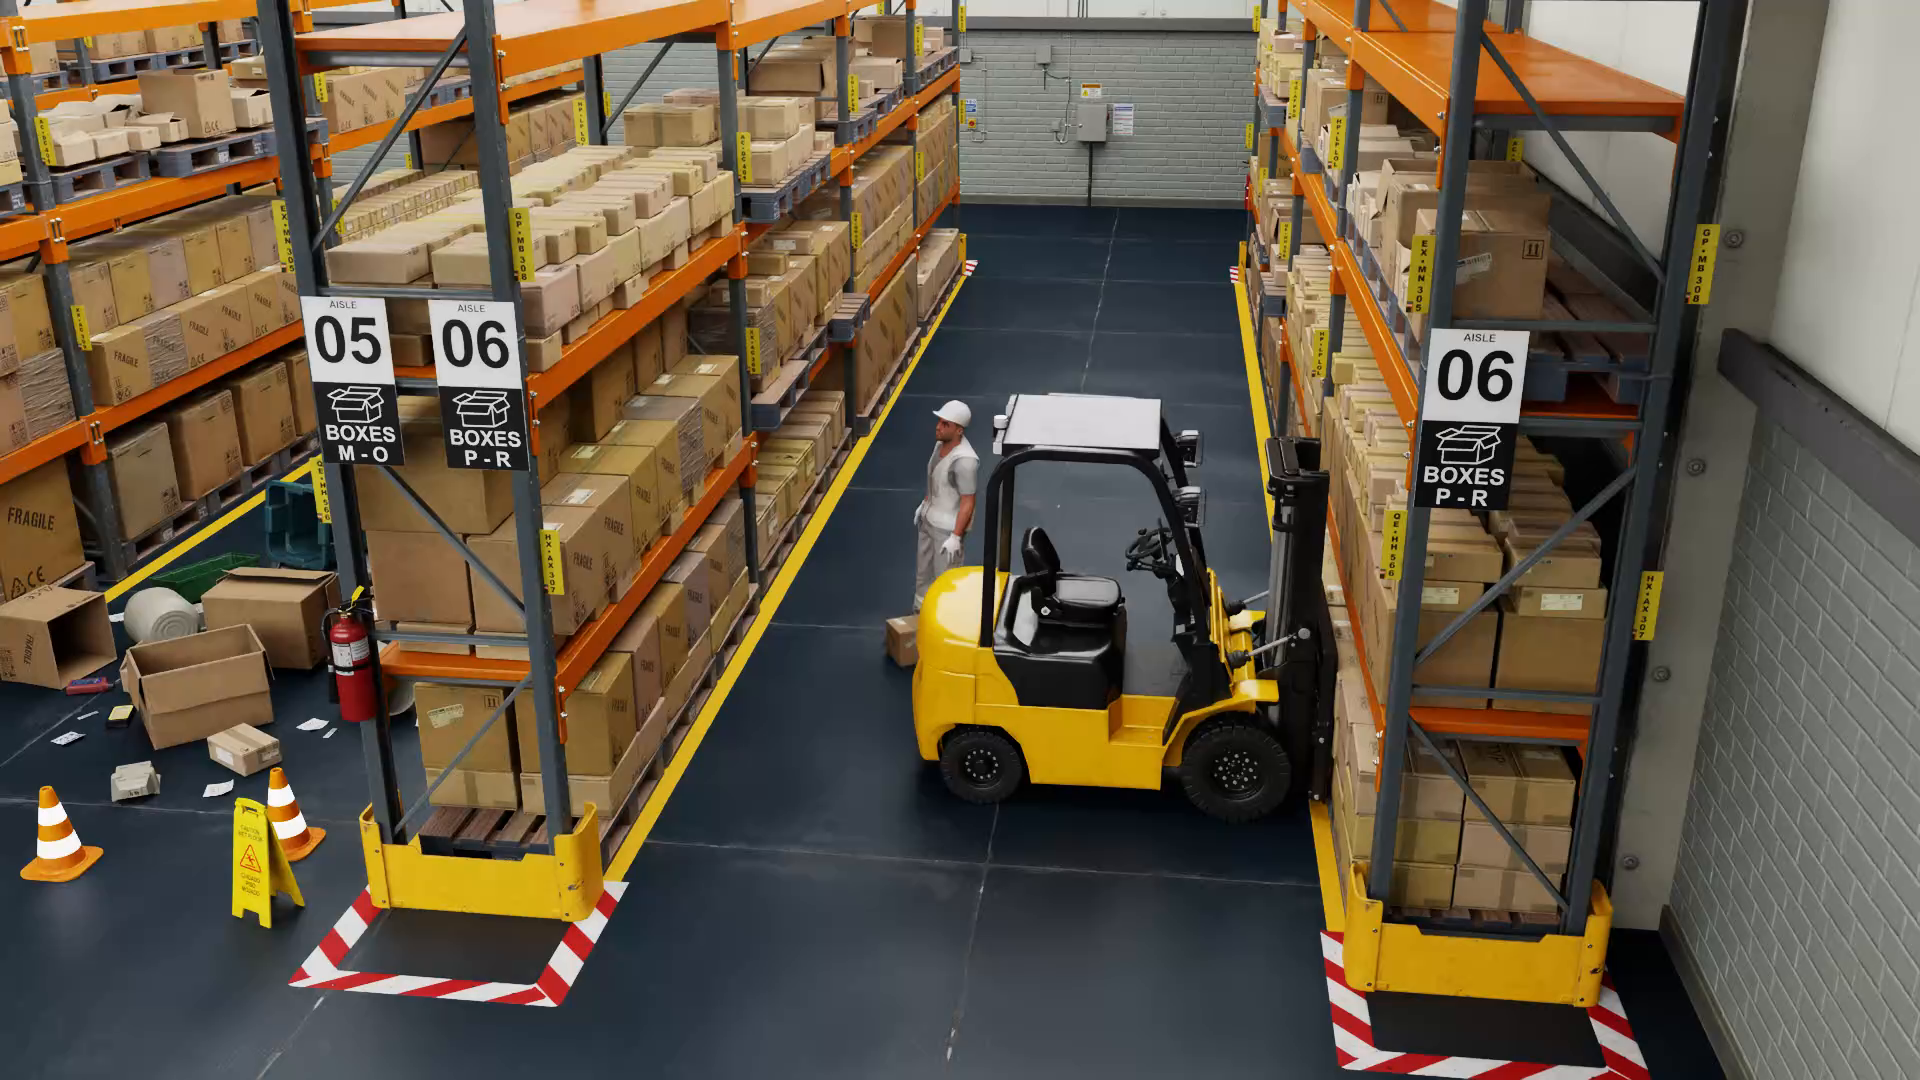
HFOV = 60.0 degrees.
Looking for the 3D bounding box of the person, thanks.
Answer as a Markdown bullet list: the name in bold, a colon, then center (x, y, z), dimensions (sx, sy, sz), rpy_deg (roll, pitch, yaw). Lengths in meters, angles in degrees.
- **person**: center (-0.179, -0.076, 11.221), dimensions (0.564, 1.787, 0.635), rpy_deg (-8, 22, -21)
